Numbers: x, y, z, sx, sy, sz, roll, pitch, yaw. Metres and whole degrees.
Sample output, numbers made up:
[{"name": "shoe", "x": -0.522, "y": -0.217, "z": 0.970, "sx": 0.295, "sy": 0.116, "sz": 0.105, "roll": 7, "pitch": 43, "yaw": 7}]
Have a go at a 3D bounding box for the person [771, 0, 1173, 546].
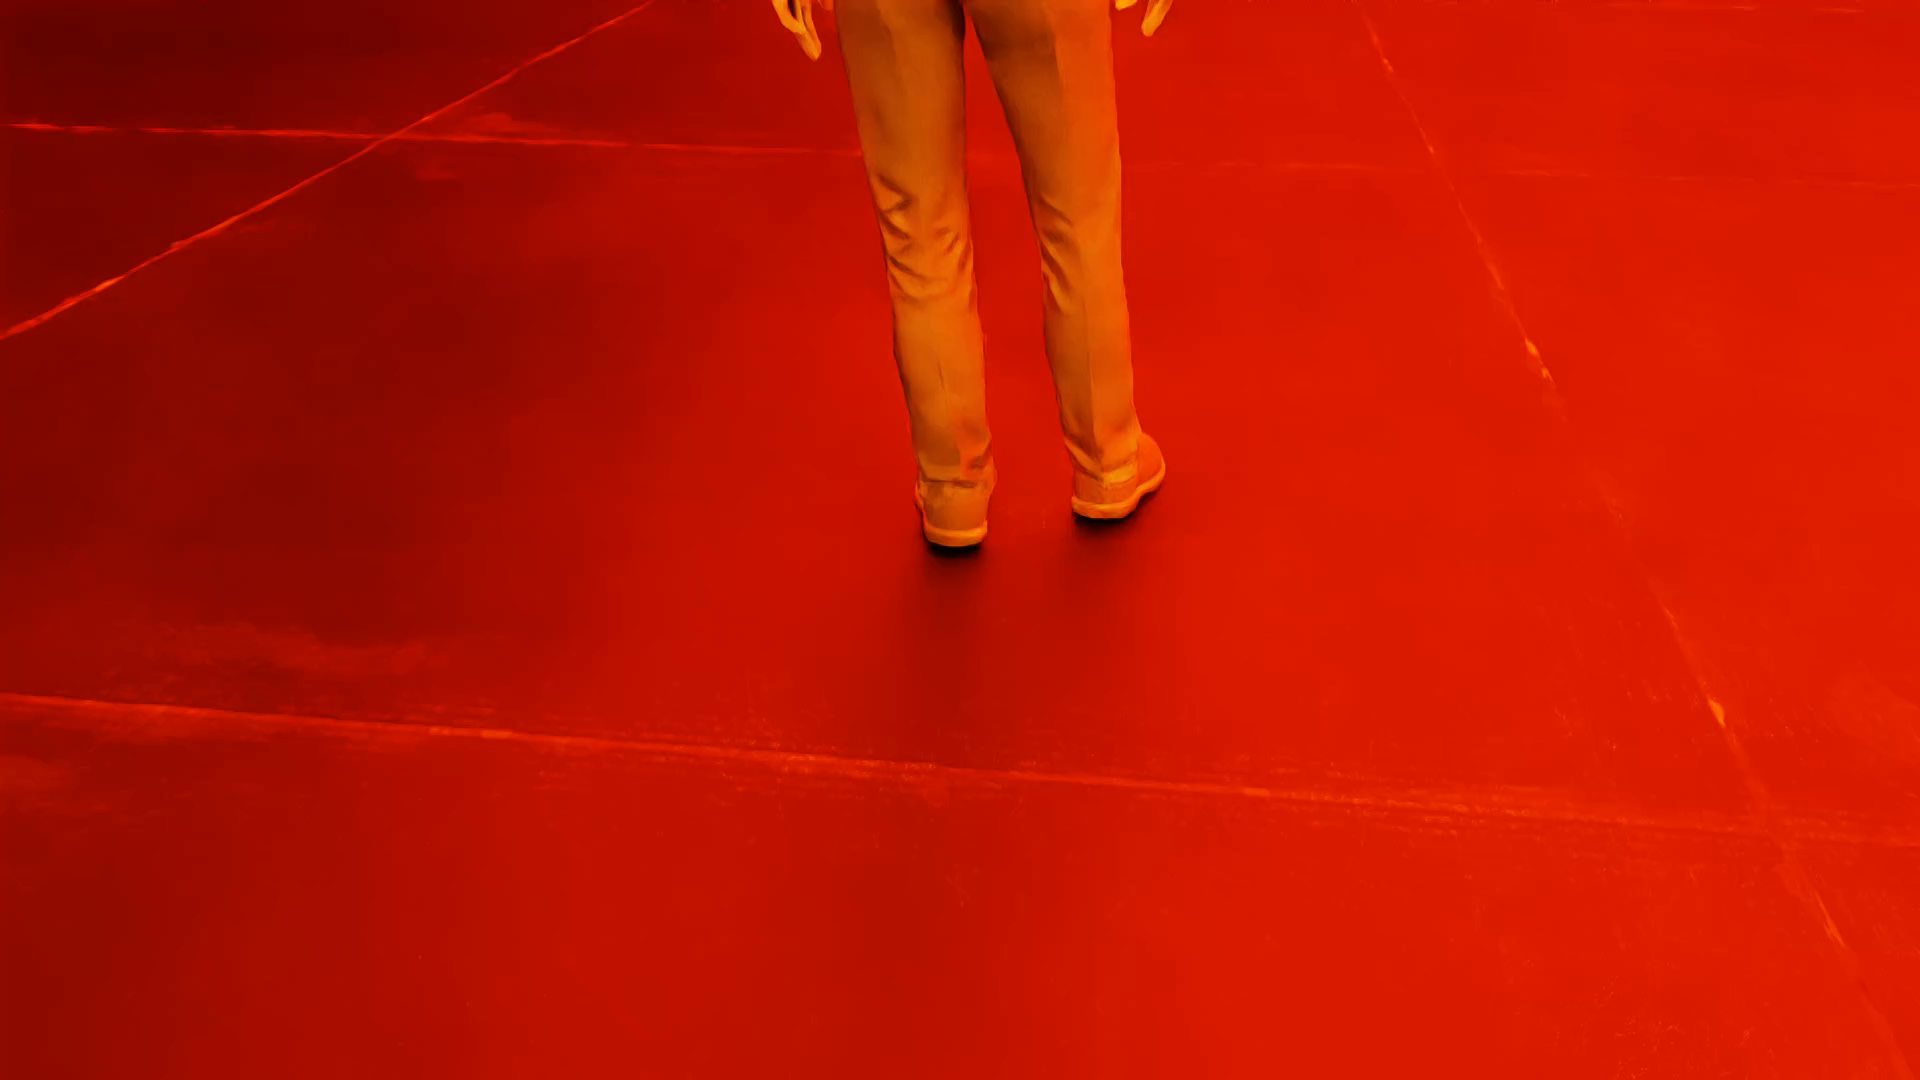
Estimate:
[{"name": "person", "x": 0.016, "y": -0.794, "z": 2.178, "sx": 0.586, "sy": 1.695, "sz": 0.532, "roll": 3, "pitch": 27, "yaw": 7}]
